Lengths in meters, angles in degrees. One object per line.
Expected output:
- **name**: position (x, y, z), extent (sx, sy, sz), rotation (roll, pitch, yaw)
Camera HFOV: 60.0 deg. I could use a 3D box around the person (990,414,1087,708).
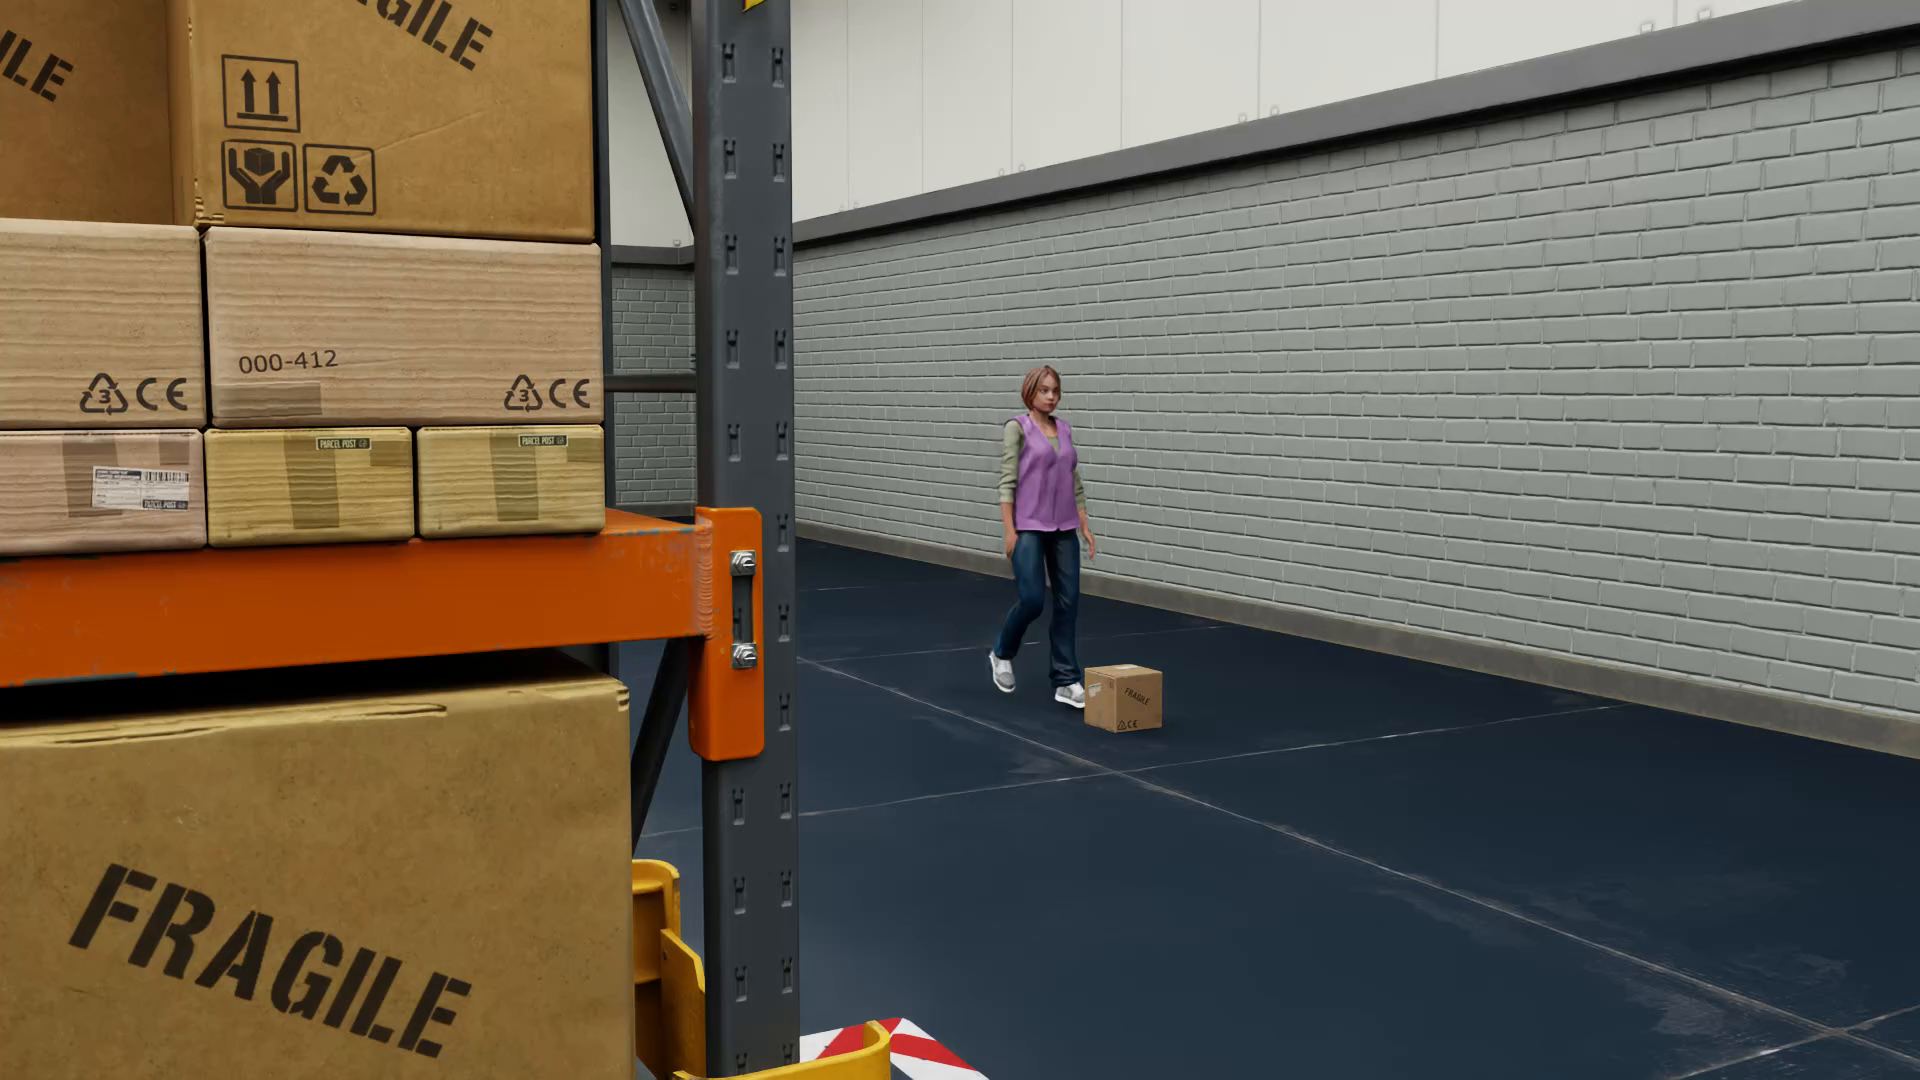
- **person**: position (0.405, 0.088, 7.840), extent (0.436, 1.362, 0.594), rotation (-3, 6, -31)
